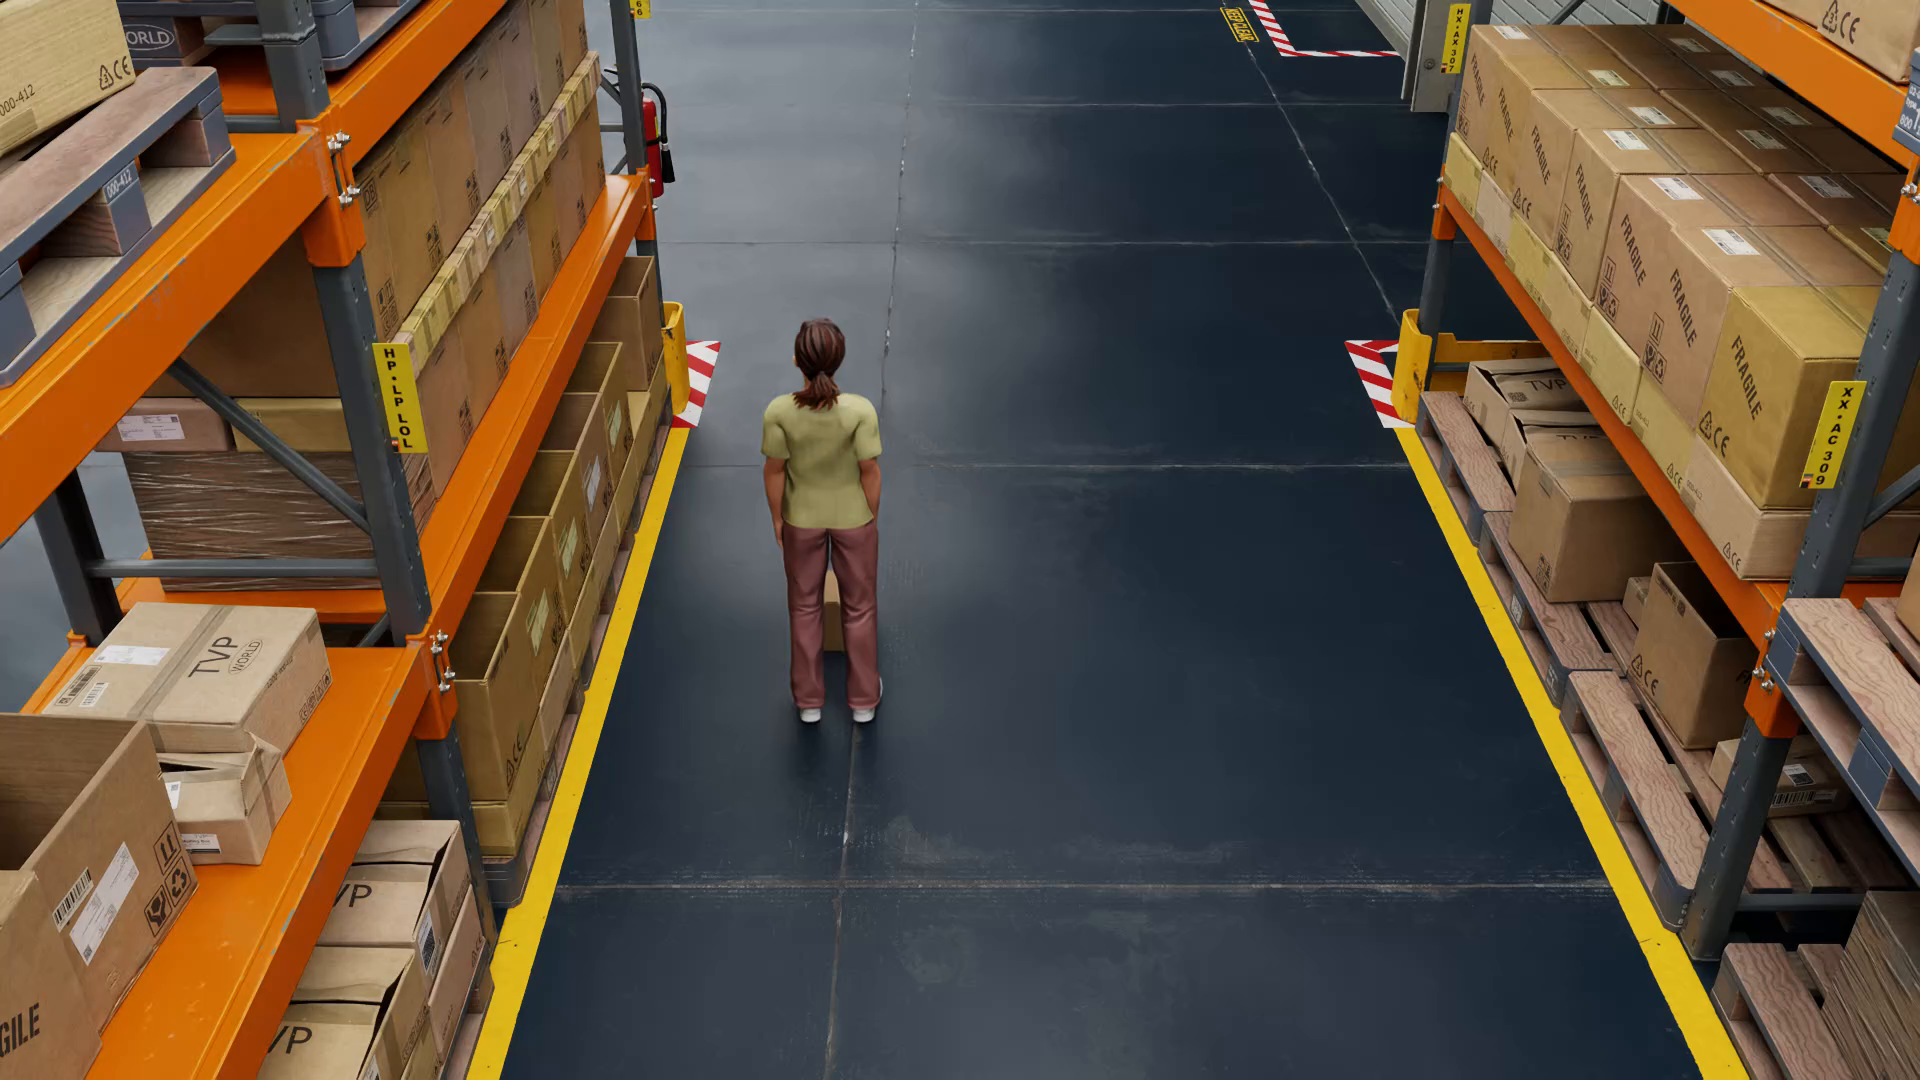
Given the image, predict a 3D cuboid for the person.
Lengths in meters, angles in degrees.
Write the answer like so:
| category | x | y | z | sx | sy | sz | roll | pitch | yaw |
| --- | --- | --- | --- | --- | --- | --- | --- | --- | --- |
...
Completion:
| category | x | y | z | sx | sy | sz | roll | pitch | yaw |
| --- | --- | --- | --- | --- | --- | --- | --- | --- | --- |
| person | -0.500 | -0.055 | 6.235 | 0.439 | 1.663 | 0.312 | 0 | 32 | 1 |
